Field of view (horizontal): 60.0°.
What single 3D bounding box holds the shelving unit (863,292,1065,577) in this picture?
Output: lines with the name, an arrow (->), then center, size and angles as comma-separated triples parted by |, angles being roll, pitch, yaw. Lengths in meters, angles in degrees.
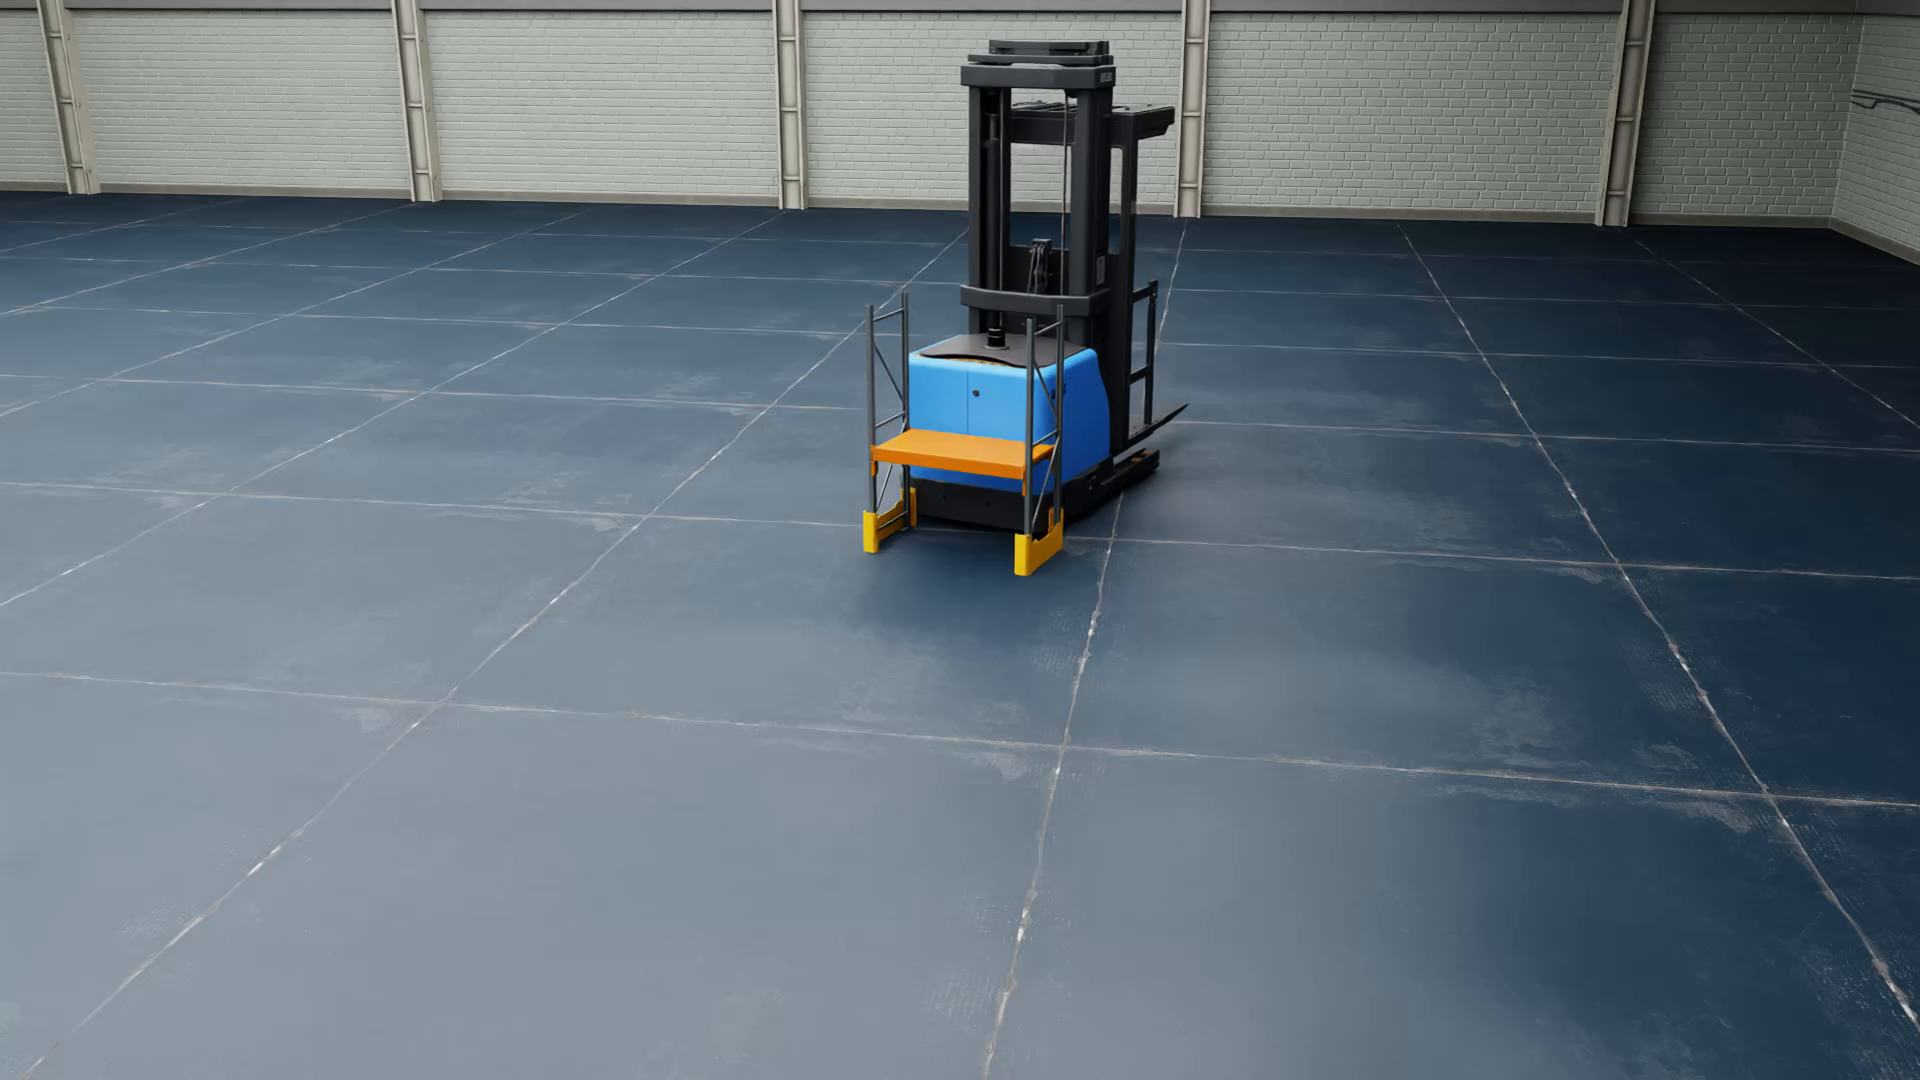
shelving unit -> 0.022, -0.653, 9.891 | 1.083, 1.500, 0.587 | 8, 20, 24

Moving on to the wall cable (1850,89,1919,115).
wall cable -> 11.996, -6.736, 21.147 | 0.112, 2.526, 3.097 | 3, 19, 9

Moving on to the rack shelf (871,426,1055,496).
rack shelf -> 0.031, -0.481, 9.945 | 1.000, 0.185, 0.538 | 8, 20, 24

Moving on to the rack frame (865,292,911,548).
rack frame -> -0.430, -0.720, 10.091 | 0.032, 1.500, 0.500 | 8, 20, 24

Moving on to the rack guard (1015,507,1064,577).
rack guard -> 0.474, 0.006, 9.890 | 0.087, 0.250, 0.587 | 8, 20, 24

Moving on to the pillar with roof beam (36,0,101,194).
pillar with roof beam -> -15.082, -8.630, 21.915 | 0.400, 9.000, 9.100 | 3, 19, 9

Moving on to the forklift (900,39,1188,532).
forklift -> 0.749, -1.858, 11.238 | 1.130, 2.935, 3.031 | 9, 21, 26

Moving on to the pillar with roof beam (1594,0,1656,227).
pillar with roof beam -> 8.614, -7.422, 18.305 | 0.400, 9.000, 9.100 | 3, 19, 9

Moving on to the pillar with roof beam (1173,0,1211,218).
pillar with roof beam -> 2.690, -7.724, 19.207 | 0.400, 9.000, 9.100 | 3, 19, 9

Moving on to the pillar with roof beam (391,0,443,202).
pillar with roof beam -> -9.158, -8.328, 21.012 | 0.400, 9.000, 9.100 | 3, 19, 9

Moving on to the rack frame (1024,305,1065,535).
rack frame -> 0.491, -0.584, 9.684 | 0.032, 1.500, 0.500 | 8, 20, 24

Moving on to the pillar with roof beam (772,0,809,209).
pillar with roof beam -> -3.234, -8.026, 20.110 | 0.400, 9.000, 9.100 | 3, 19, 9

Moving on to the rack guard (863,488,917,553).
rack guard -> -0.429, -0.127, 10.289 | 0.087, 0.250, 0.587 | 8, 20, 24
